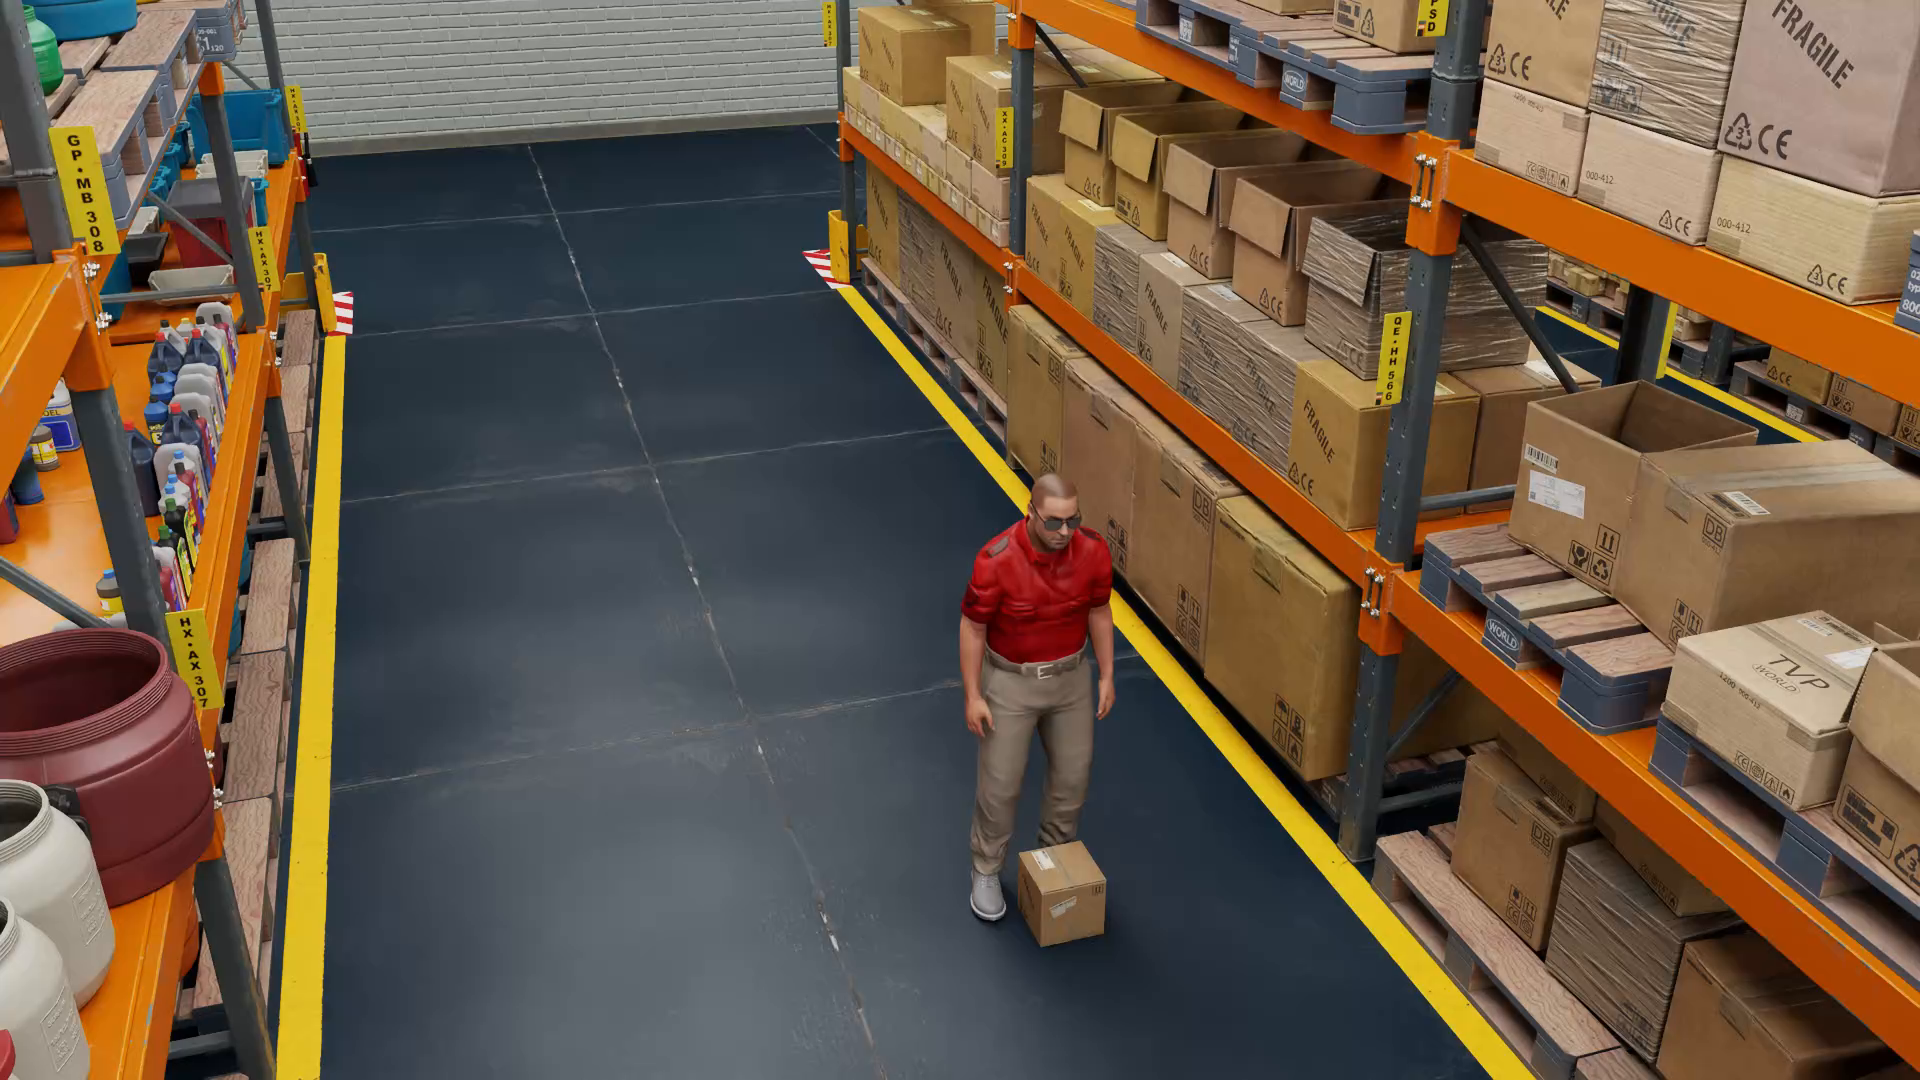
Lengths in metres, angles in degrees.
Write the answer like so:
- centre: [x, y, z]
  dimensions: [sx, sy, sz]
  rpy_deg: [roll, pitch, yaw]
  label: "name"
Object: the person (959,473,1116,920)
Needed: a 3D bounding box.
- centre: [0.286, 0.539, 6.032]
  dimensions: [0.586, 1.727, 0.393]
  rpy_deg: [-8, 27, -16]
  label: "person"
